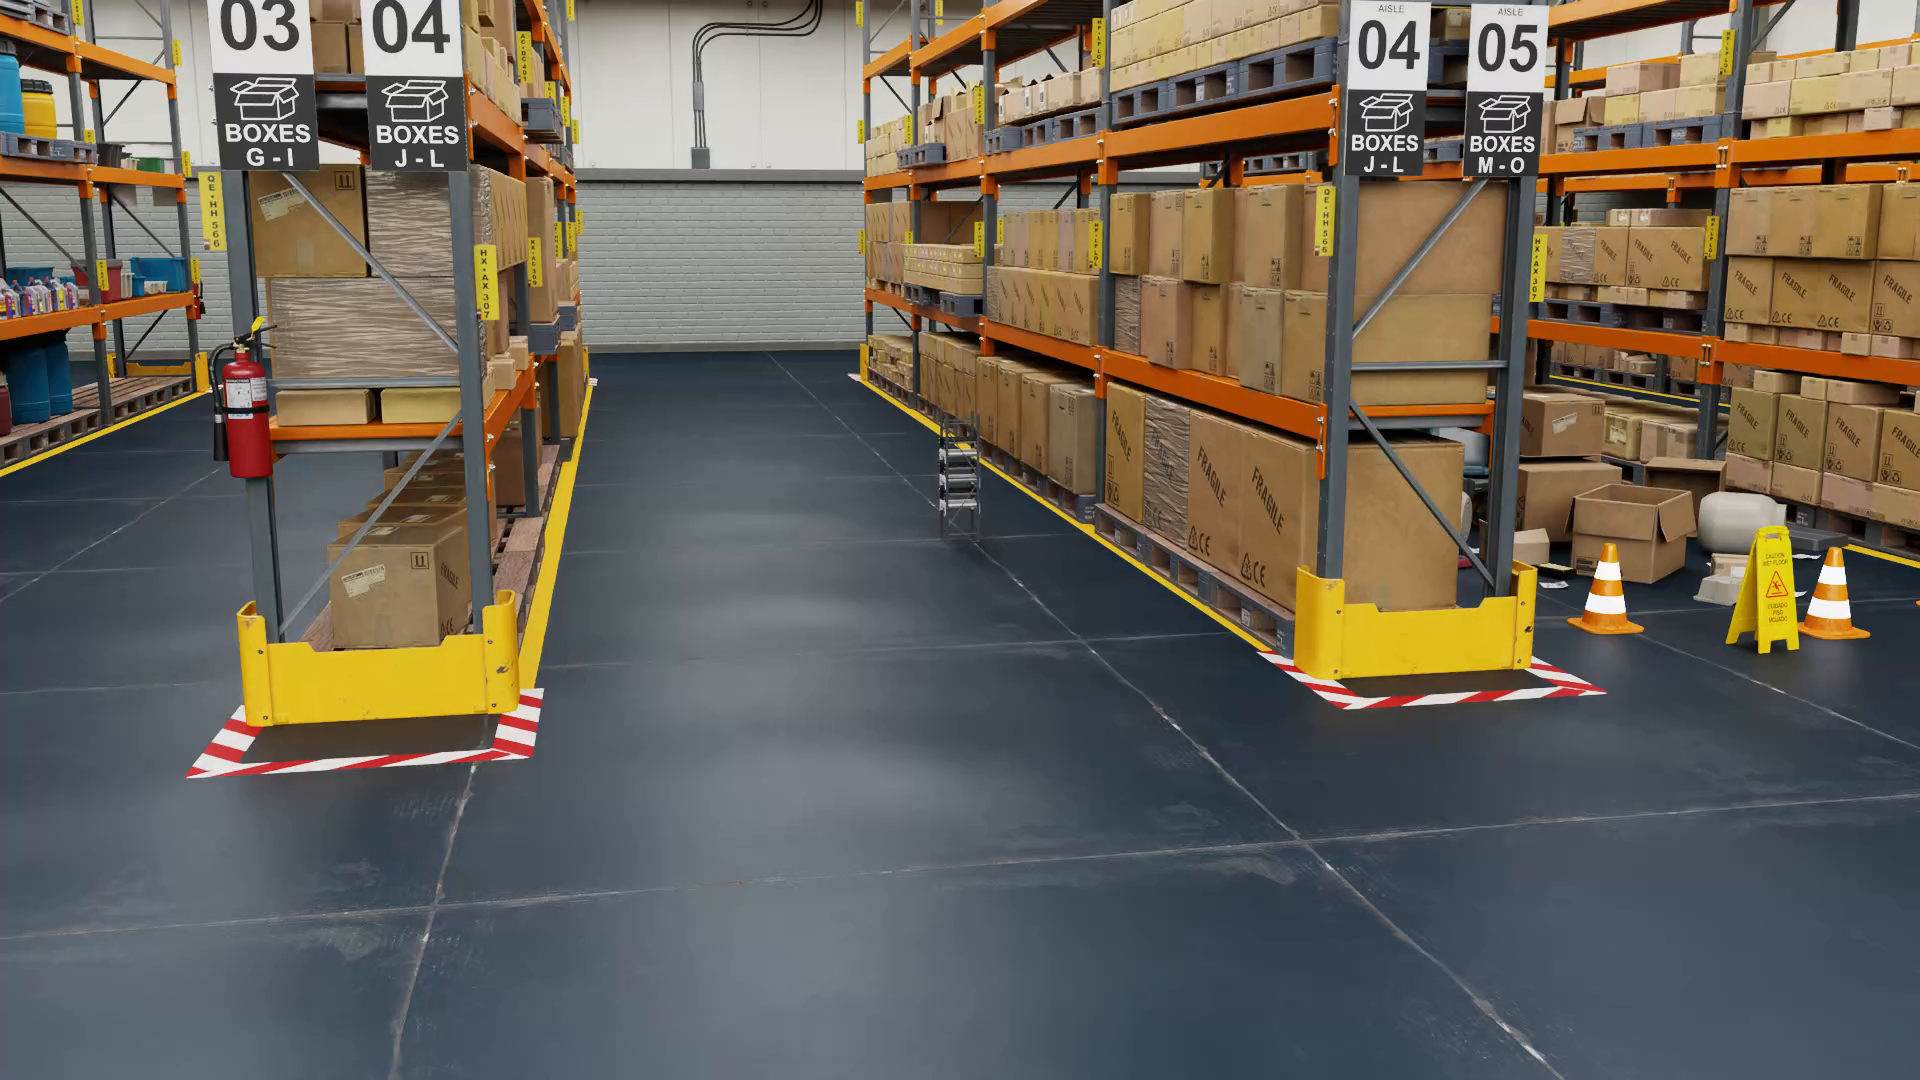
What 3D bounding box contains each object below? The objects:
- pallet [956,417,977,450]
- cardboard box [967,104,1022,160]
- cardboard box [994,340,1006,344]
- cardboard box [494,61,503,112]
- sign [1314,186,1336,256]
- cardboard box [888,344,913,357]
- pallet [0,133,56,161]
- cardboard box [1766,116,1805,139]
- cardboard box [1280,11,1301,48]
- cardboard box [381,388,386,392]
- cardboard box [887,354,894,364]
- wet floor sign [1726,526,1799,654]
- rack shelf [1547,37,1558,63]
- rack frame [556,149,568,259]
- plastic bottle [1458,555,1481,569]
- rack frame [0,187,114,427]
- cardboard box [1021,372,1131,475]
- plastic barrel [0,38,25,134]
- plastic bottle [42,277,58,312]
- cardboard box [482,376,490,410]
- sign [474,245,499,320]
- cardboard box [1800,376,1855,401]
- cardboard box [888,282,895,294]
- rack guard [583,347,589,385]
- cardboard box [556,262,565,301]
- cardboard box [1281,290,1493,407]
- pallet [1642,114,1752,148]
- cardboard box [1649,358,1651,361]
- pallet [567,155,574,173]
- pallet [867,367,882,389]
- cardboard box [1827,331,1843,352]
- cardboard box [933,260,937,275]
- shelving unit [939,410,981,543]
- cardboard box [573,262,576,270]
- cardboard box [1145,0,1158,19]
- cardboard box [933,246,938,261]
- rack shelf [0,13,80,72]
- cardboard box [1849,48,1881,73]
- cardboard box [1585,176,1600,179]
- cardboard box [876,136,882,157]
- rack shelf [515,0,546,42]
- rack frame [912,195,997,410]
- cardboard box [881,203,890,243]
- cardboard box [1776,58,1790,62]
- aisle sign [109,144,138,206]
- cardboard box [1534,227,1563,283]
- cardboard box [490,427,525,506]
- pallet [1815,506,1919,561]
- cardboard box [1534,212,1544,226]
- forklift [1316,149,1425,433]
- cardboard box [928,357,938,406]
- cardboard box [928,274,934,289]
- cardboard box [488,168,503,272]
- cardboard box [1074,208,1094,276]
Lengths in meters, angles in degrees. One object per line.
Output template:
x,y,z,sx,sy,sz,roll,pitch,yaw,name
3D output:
0.566,-1.087,16.844,1.003,0.211,1.213,-2,11,-11,pallet
0.356,-3.932,16.042,0.500,0.500,0.500,-2,11,-11,cardboard box
0.638,-1.980,17.633,0.500,0.250,0.500,-2,11,-11,cardboard box
-2.758,-2.463,8.993,0.500,0.250,0.500,-2,11,-9,cardboard box
1.738,-1.514,7.901,0.100,0.325,0.005,-2,11,-11,sign
-0.712,-2.438,21.392,0.380,0.149,0.250,-3,11,-13,cardboard box
-9.333,-3.738,15.796,1.003,0.211,1.213,-2,11,-11,pallet
6.144,-3.013,12.151,0.380,0.149,0.250,-2,11,-11,cardboard box
1.827,-2.547,8.314,0.380,0.149,0.250,-2,11,-11,cardboard box
-3.051,-0.742,8.246,0.380,0.149,0.250,-2,11,-11,cardboard box
-0.769,-2.437,22.185,0.380,0.149,0.250,-3,11,-14,cardboard box
4.220,0.243,8.692,0.267,0.644,0.232,-4,12,-21,wet floor sign
5.163,-5.276,18.344,1.077,0.370,4.000,-2,11,-11,rack shelf
-4.946,-2.885,18.834,1.000,3.000,0.127,-2,11,-11,rack frame
3.241,0.142,10.787,0.283,0.061,0.133,-6,13,-31,plastic bottle
-9.805,-2.705,17.888,1.000,3.000,0.127,-2,11,-11,rack frame
1.102,-0.969,13.658,1.050,0.750,0.750,-2,11,-11,cardboard box
-9.323,-4.324,15.906,0.600,0.901,0.708,-2,11,-11,plastic barrel
-9.269,-2.491,16.891,0.144,0.351,0.185,-2,11,-11,plastic bottle
-2.498,-0.715,8.103,0.380,0.149,0.250,-2,11,-11,cardboard box
-2.080,-1.130,7.294,0.100,0.325,0.005,-2,11,-11,sign
6.247,-1.084,11.859,0.380,0.149,0.250,-2,11,-9,cardboard box
-0.721,-3.252,21.431,0.380,0.149,0.250,-2,11,-10,cardboard box
-5.729,-2.396,22.946,1.175,0.500,0.348,-2,11,-11,rack guard
-4.297,-2.580,16.962,0.500,0.500,0.500,-2,11,-11,cardboard box
2.156,-0.987,8.456,0.875,0.550,0.550,-2,11,-11,cardboard box
6.315,-3.277,13.371,1.213,0.211,1.003,-2,11,-11,pallet
9.662,-2.442,23.007,0.380,0.149,0.250,-2,11,-12,cardboard box
-5.570,-4.913,21.704,1.003,0.211,1.213,-2,11,-11,pallet
-0.701,-2.247,22.937,1.003,0.211,1.213,-2,11,-11,pallet
6.355,-1.399,11.698,0.380,0.149,0.250,-2,11,-11,cardboard box
-0.079,-2.853,17.418,0.380,0.149,0.250,-2,11,-10,cardboard box
-0.002,-0.444,11.620,0.258,0.900,0.210,-2,11,-11,shelving unit
-5.172,-3.426,21.279,0.500,0.250,0.500,-3,11,-13,cardboard box
1.381,-3.358,10.446,0.380,0.149,0.250,-2,11,-12,cardboard box
-0.078,-2.999,17.390,0.380,0.149,0.250,-2,11,-8,cardboard box
-9.416,-4.736,15.504,1.077,0.370,4.000,-2,11,-11,rack shelf
6.316,-3.263,11.333,0.380,0.149,0.250,-2,11,-13,cardboard box
8.955,-5.114,23.191,0.380,0.149,0.250,-2,11,-10,cardboard box
-0.820,-5.148,21.761,0.500,0.250,0.500,-2,11,-10,cardboard box
-3.779,-4.182,12.596,1.077,0.370,4.000,-2,11,-11,rack shelf
-0.061,-3.047,19.685,1.000,3.000,0.127,-2,11,-11,rack frame
-0.726,-4.094,21.444,0.500,0.500,0.500,-2,11,-13,cardboard box
6.503,-3.843,13.784,0.500,0.250,0.500,-2,11,-12,cardboard box
-10.888,-4.718,21.512,0.394,0.787,0.004,-2,11,-11,aisle sign
5.631,-2.630,15.308,0.500,0.500,0.500,-2,11,-10,cardboard box
-3.489,-0.520,11.914,0.700,0.500,0.500,-3,11,-15,cardboard box
6.736,-0.063,11.461,1.003,0.211,1.213,-2,11,-11,pallet
5.696,-3.152,17.292,0.500,0.500,0.500,-2,11,-13,cardboard box
3.777,-1.888,13.778,3.031,2.935,1.130,7,13,34,forklift
-0.073,-1.784,18.607,0.500,0.500,0.500,-2,11,-8,cardboard box
-0.131,-2.756,17.701,0.380,0.149,0.250,-3,11,-14,cardboard box
-2.542,-1.574,8.206,0.500,0.500,0.500,-2,11,-11,cardboard box
1.290,-2.305,12.845,0.700,0.500,0.500,-2,11,-12,cardboard box
